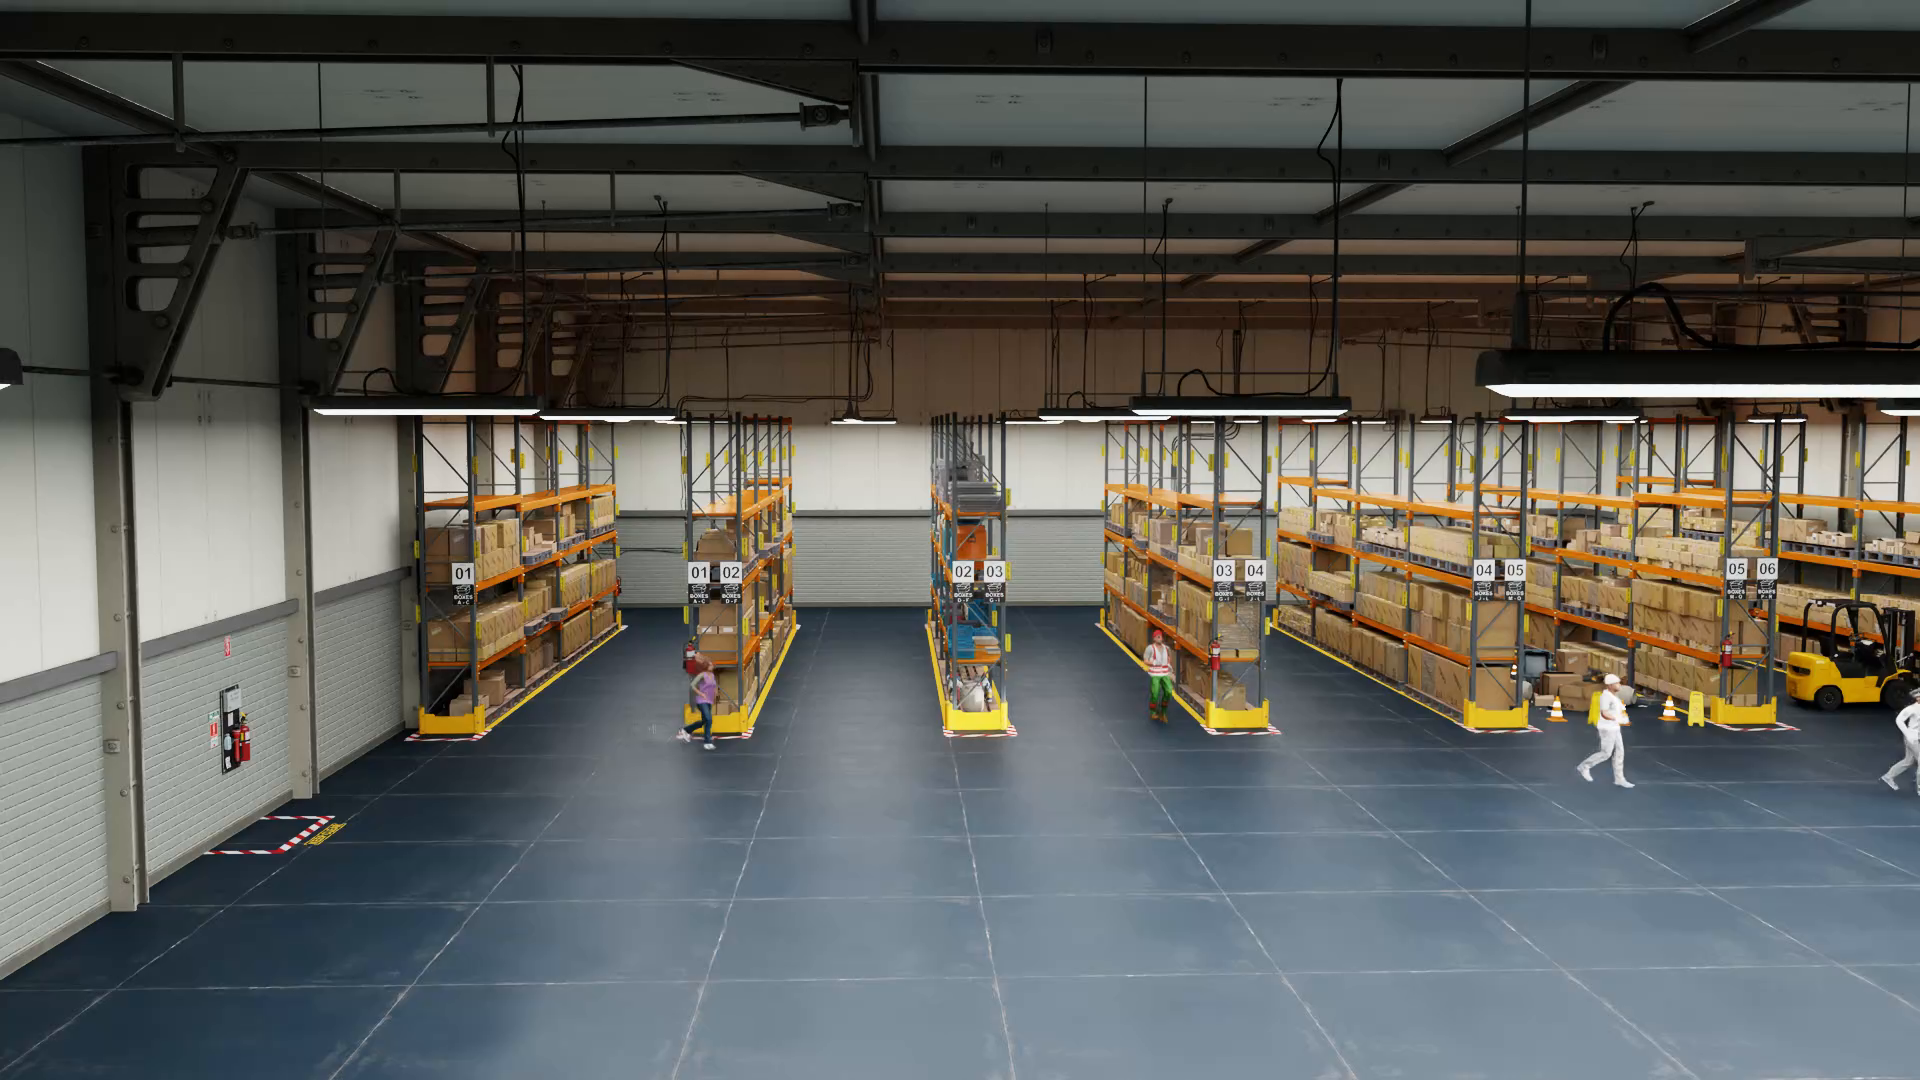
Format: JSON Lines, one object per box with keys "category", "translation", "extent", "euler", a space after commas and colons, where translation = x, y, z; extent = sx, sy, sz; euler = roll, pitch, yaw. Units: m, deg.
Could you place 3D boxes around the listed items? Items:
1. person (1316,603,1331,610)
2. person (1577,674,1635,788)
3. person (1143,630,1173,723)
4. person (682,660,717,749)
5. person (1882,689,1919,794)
{"category": "person", "translation": [10.588, 1.579, 48.937], "extent": [0.757, 1.664, 0.632], "euler": [-4, 5, -43]}
{"category": "person", "translation": [10.318, 3.027, 26.509], "extent": [0.863, 1.794, 0.690], "euler": [3, 5, 33]}
{"category": "person", "translation": [3.870, 2.644, 32.160], "extent": [0.642, 1.807, 0.677], "euler": [-1, 4, -14]}
{"category": "person", "translation": [-4.604, 2.934, 29.797], "extent": [0.760, 1.587, 0.580], "euler": [2, 4, 27]}
{"category": "person", "translation": [14.757, 3.118, 25.790], "extent": [0.611, 1.727, 0.812], "euler": [-4, 5, -44]}
